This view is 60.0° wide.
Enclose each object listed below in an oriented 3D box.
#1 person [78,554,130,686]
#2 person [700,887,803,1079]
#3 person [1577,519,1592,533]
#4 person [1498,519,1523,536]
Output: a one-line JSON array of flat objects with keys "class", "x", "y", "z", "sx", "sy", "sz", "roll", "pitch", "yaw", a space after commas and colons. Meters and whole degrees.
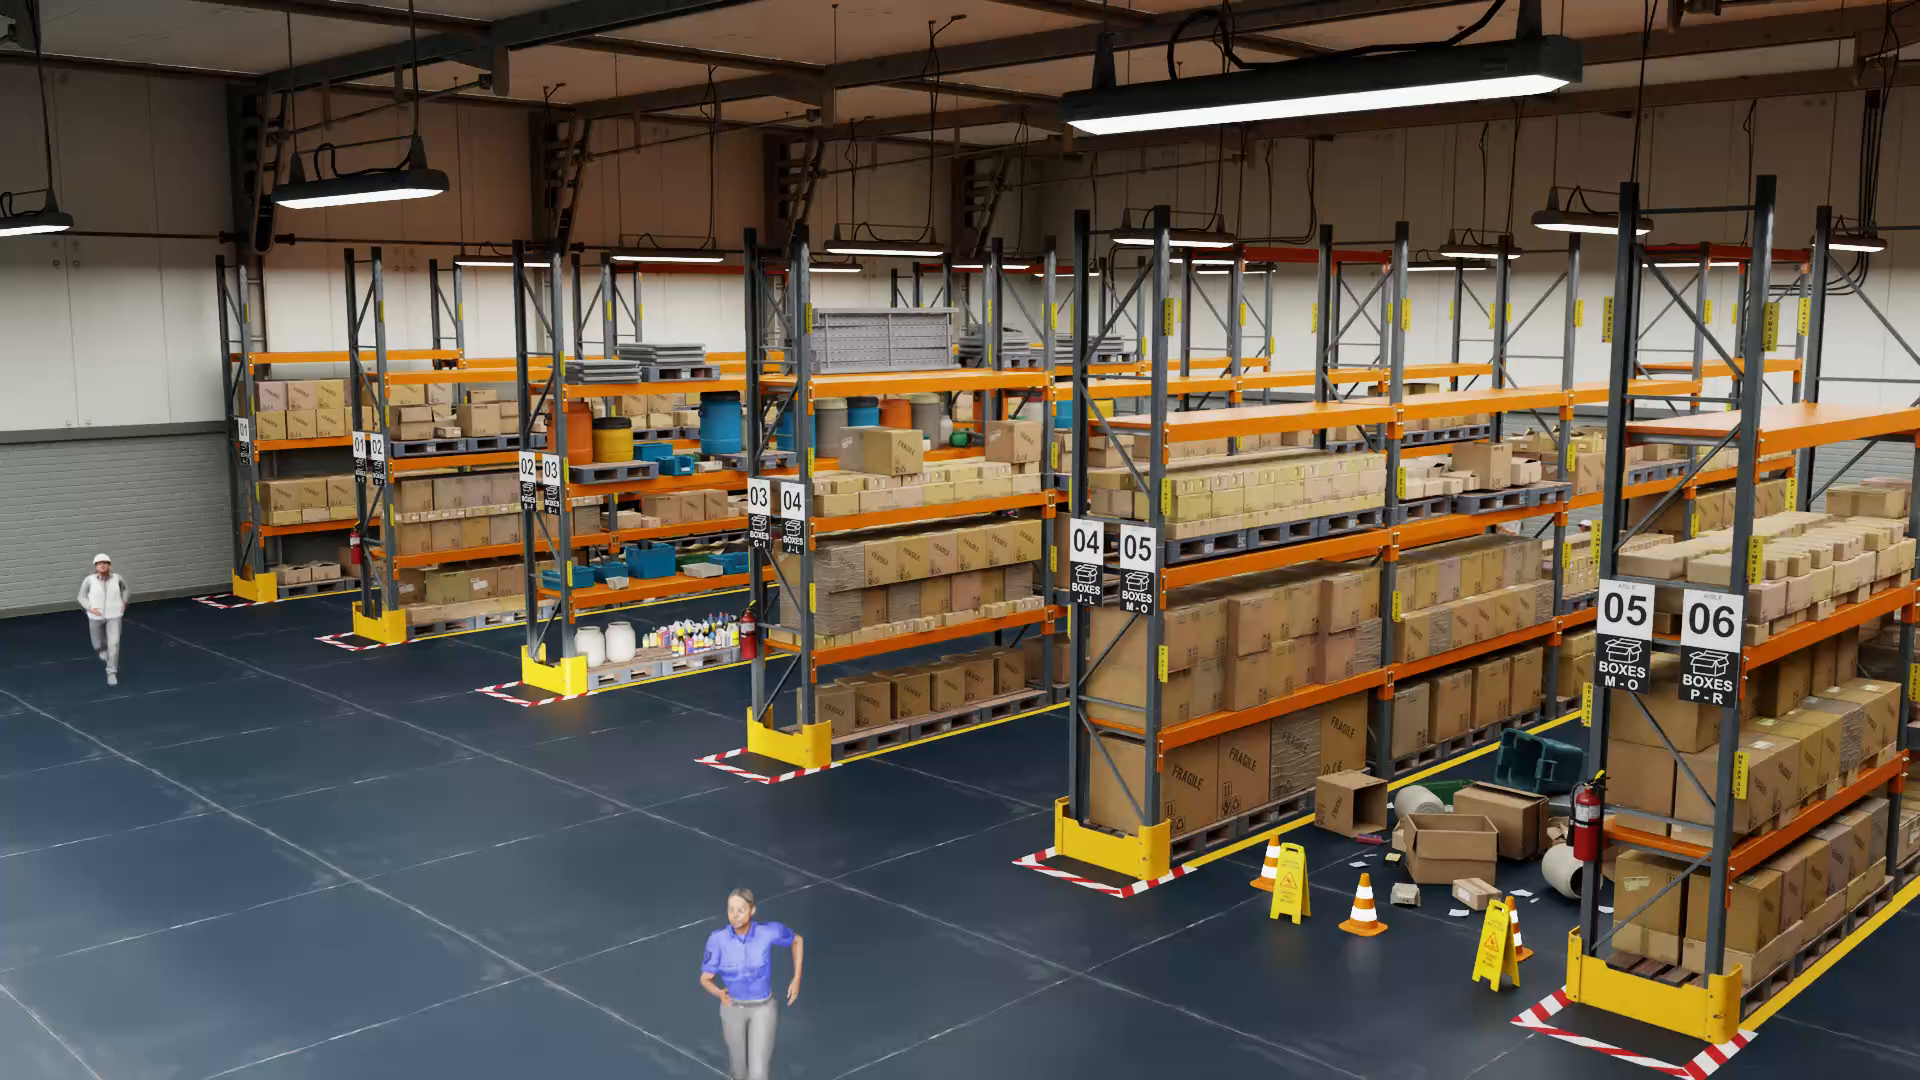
[{"class": "person", "x": -11.841, "y": 1.065, "z": 23.031, "sx": 0.633, "sy": 1.767, "sz": 1.082, "roll": -3, "pitch": 9, "yaw": -23}, {"class": "person", "x": -1.277, "y": 2.924, "z": 10.202, "sx": 0.585, "sy": 1.671, "sz": 0.866, "roll": 1, "pitch": 8, "yaw": 4}, {"class": "person", "x": 9.859, "y": 0.578, "z": 26.248, "sx": 0.818, "sy": 1.806, "sz": 0.667, "roll": -7, "pitch": 11, "yaw": -42}, {"class": "person", "x": 10.208, "y": -0.014, "z": 30.905, "sx": 0.619, "sy": 1.669, "sz": 0.655, "roll": -4, "pitch": 9, "yaw": -28}]
